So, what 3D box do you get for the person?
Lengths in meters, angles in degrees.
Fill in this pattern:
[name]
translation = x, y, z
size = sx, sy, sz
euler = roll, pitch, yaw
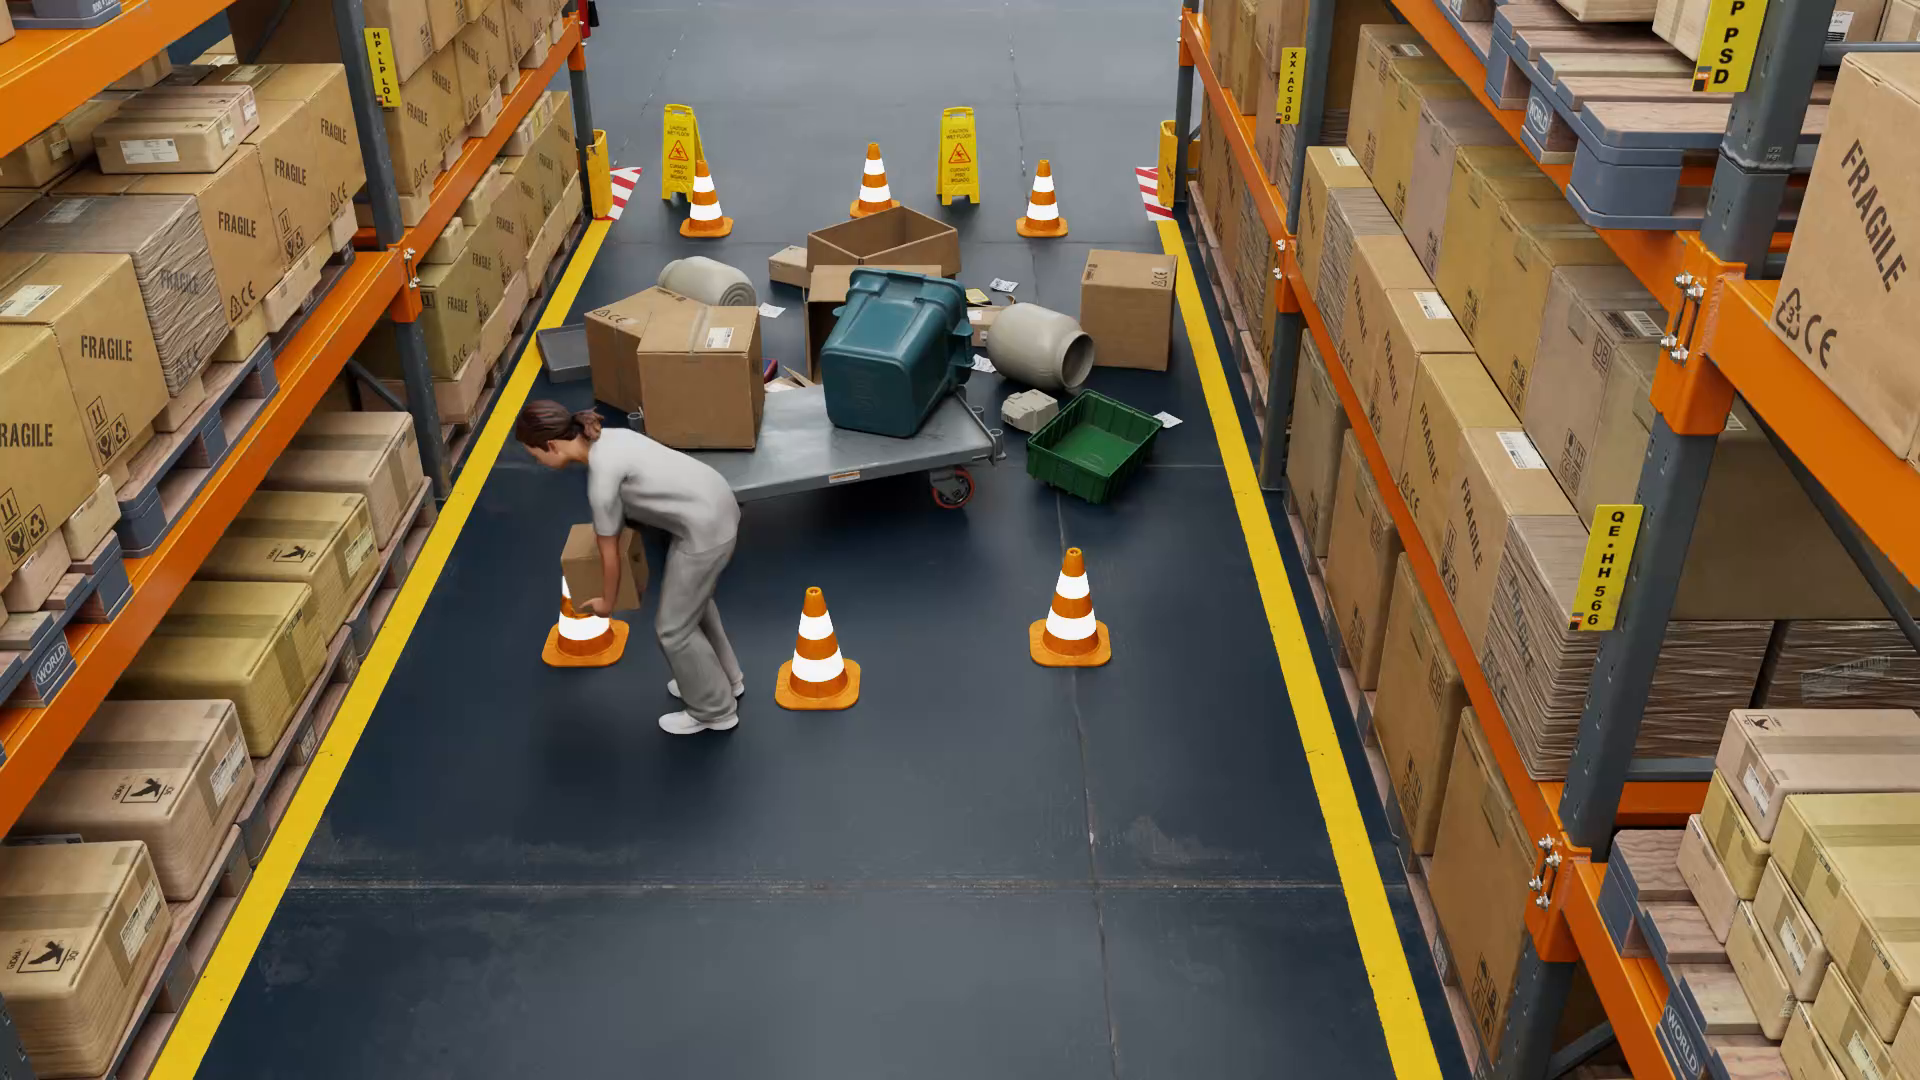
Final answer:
[person]
translation = -1.207, 0.092, 6.269
size = 0.775, 1.384, 0.409
euler = -1, 32, -1
